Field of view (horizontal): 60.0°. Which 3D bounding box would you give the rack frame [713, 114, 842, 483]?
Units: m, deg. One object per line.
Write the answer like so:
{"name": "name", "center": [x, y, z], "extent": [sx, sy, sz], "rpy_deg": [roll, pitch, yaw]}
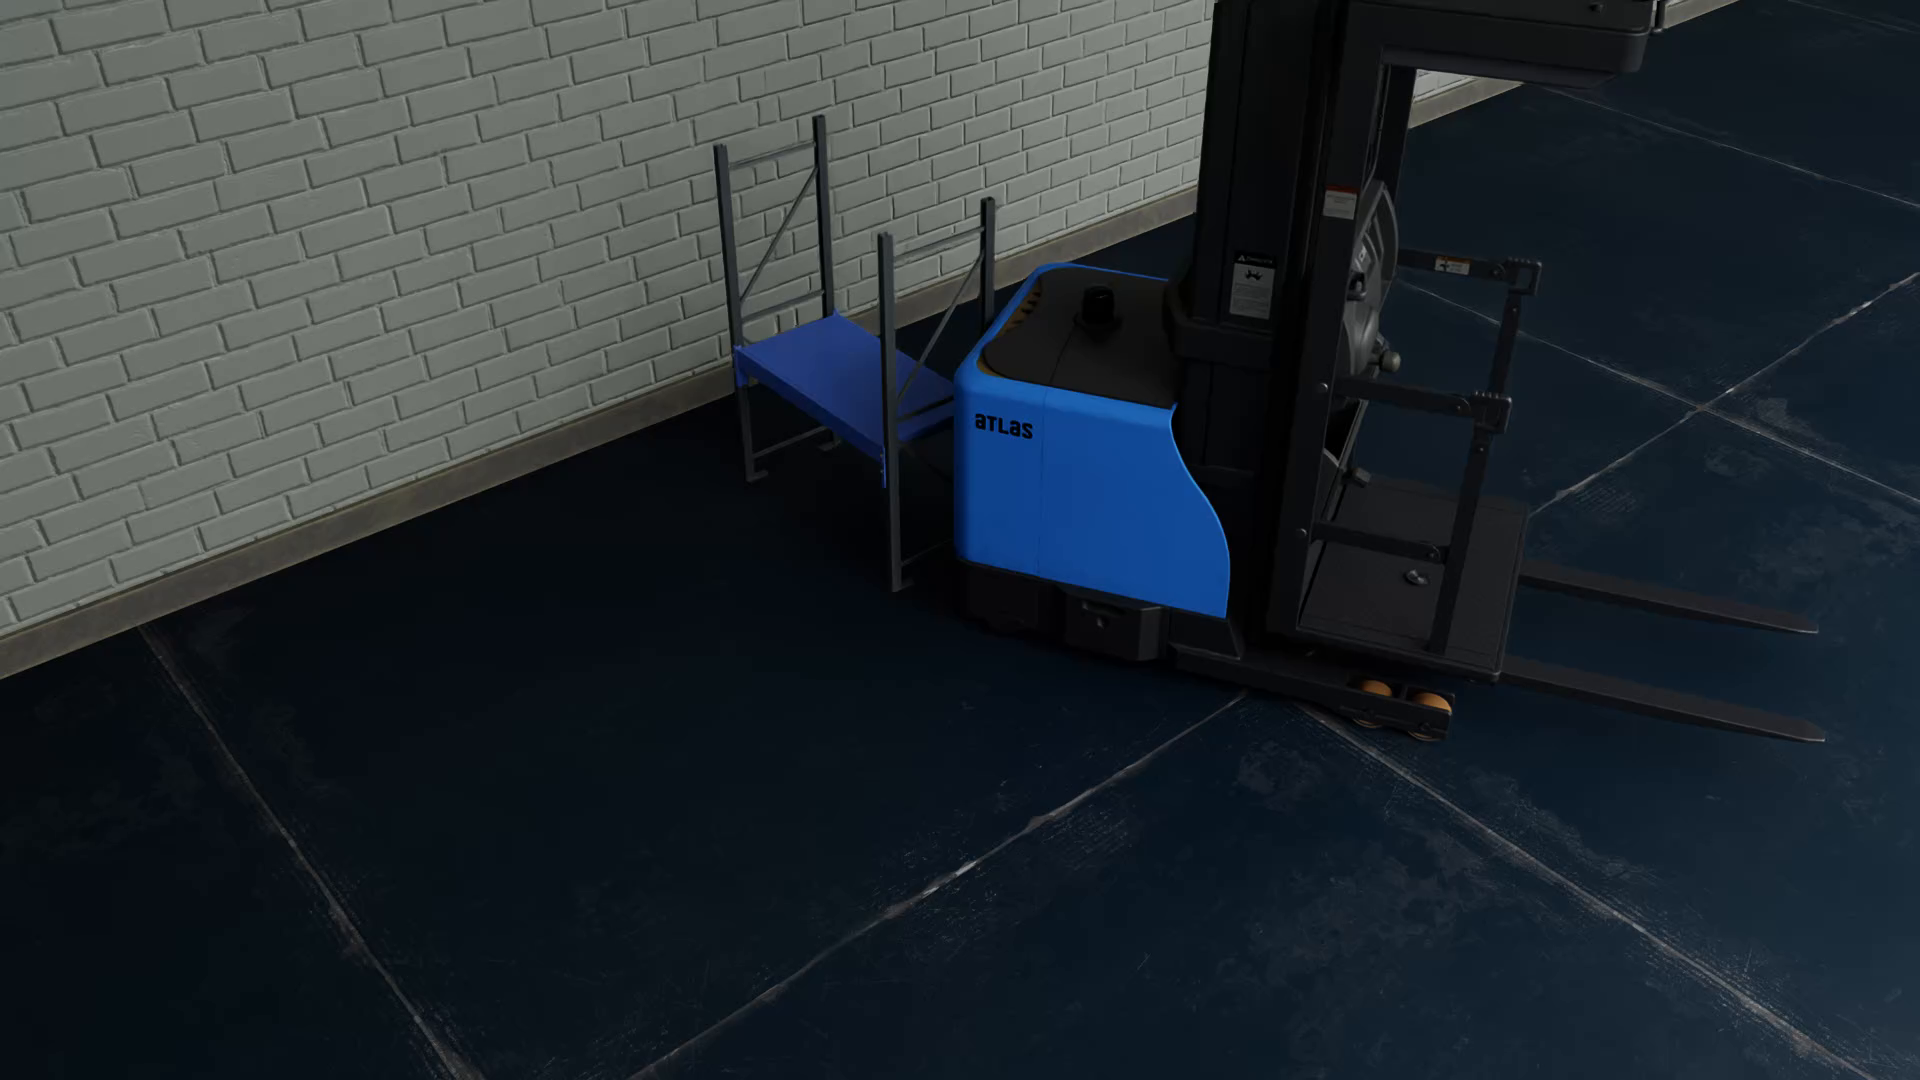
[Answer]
{"name": "rack frame", "center": [-0.726, -0.956, 6.801], "extent": [0.500, 1.500, 0.032], "rpy_deg": [-26, 43, -31]}

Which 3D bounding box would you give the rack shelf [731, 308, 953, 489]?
{"name": "rack shelf", "center": [-0.402, -0.582, 6.586], "extent": [0.538, 0.185, 1.000], "rpy_deg": [-26, 43, -31]}

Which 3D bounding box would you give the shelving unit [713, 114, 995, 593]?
{"name": "shelving unit", "center": [-0.402, -0.729, 6.482], "extent": [0.538, 1.500, 1.048], "rpy_deg": [-26, 43, -31]}

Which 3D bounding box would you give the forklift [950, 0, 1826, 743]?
{"name": "forklift", "center": [1.533, -0.848, 5.411], "extent": [3.031, 2.935, 1.130], "rpy_deg": [12, 37, 17]}

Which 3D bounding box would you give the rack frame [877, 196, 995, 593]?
{"name": "rack frame", "center": [-0.078, -0.503, 6.163], "extent": [0.500, 1.500, 0.032], "rpy_deg": [-26, 43, -31]}
